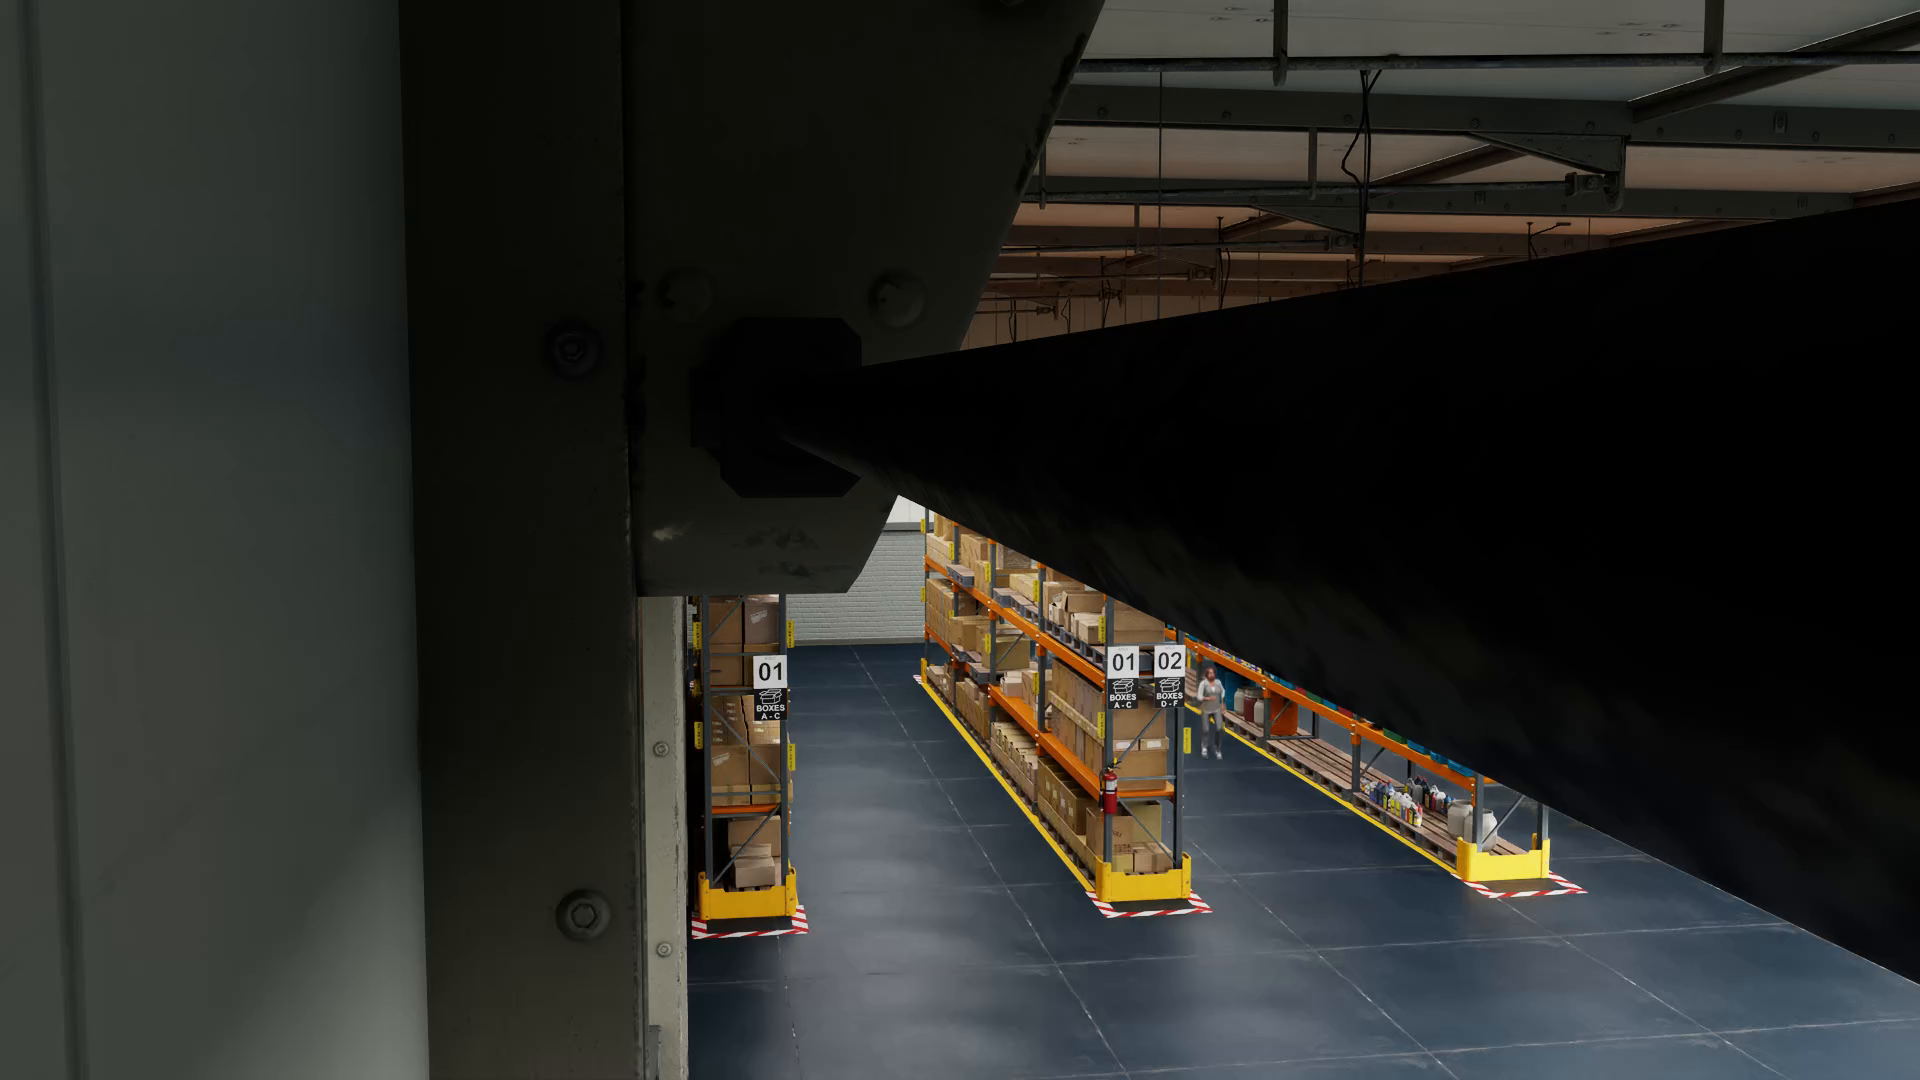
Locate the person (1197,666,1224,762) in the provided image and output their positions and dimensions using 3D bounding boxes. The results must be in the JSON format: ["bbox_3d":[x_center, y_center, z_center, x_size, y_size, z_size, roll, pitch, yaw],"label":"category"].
[{"bbox_3d":[4.354,3.008,28.772,0.526,1.647,0.684,0,5,-4],"label":"person"}]
